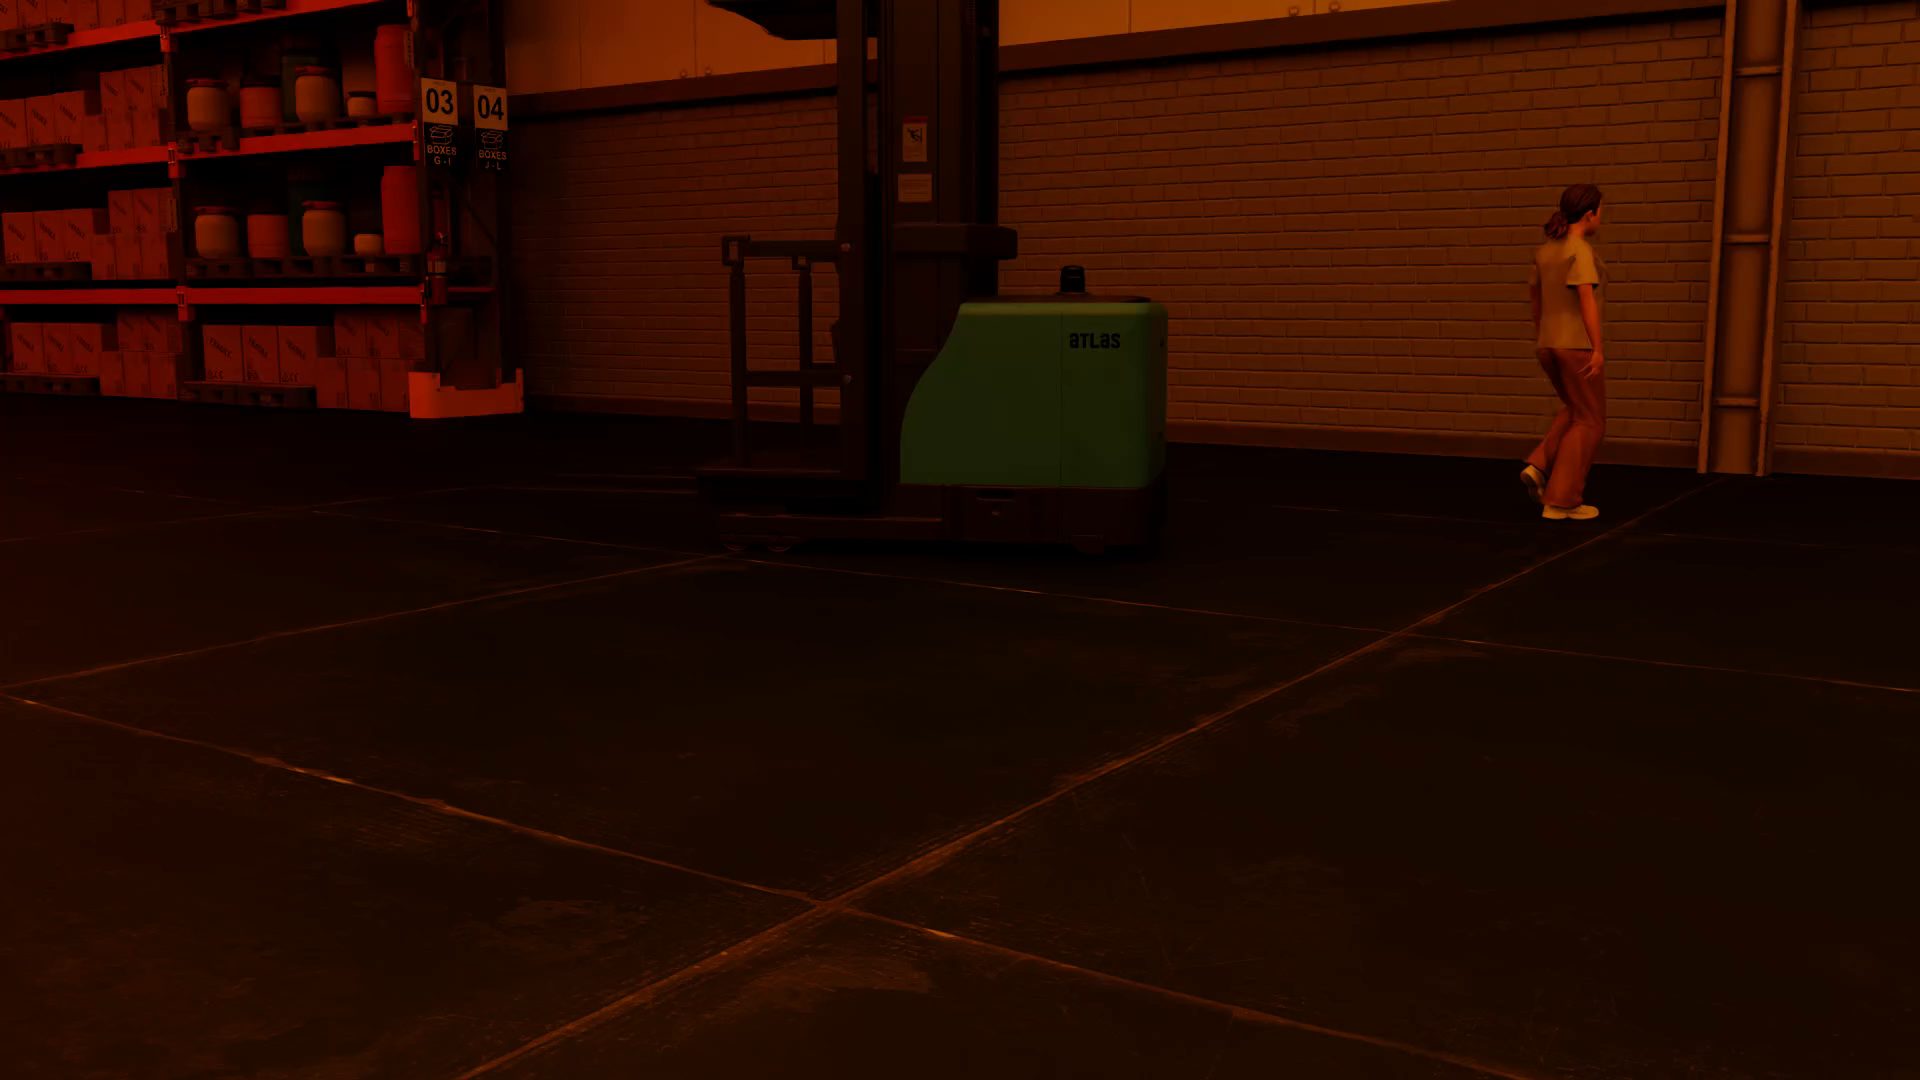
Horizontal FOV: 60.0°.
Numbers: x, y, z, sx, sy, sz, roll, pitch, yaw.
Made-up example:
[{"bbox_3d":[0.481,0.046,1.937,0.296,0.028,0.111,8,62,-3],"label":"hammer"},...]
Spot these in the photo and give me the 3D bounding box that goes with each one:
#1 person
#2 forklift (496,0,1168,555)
[{"bbox_3d":[3.085,-0.934,8.302,0.464,1.655,0.604,-2,8,-16],"label":"person"},{"bbox_3d":[-0.596,-1.469,7.520,3.031,2.935,1.130,2,8,12],"label":"forklift"}]
